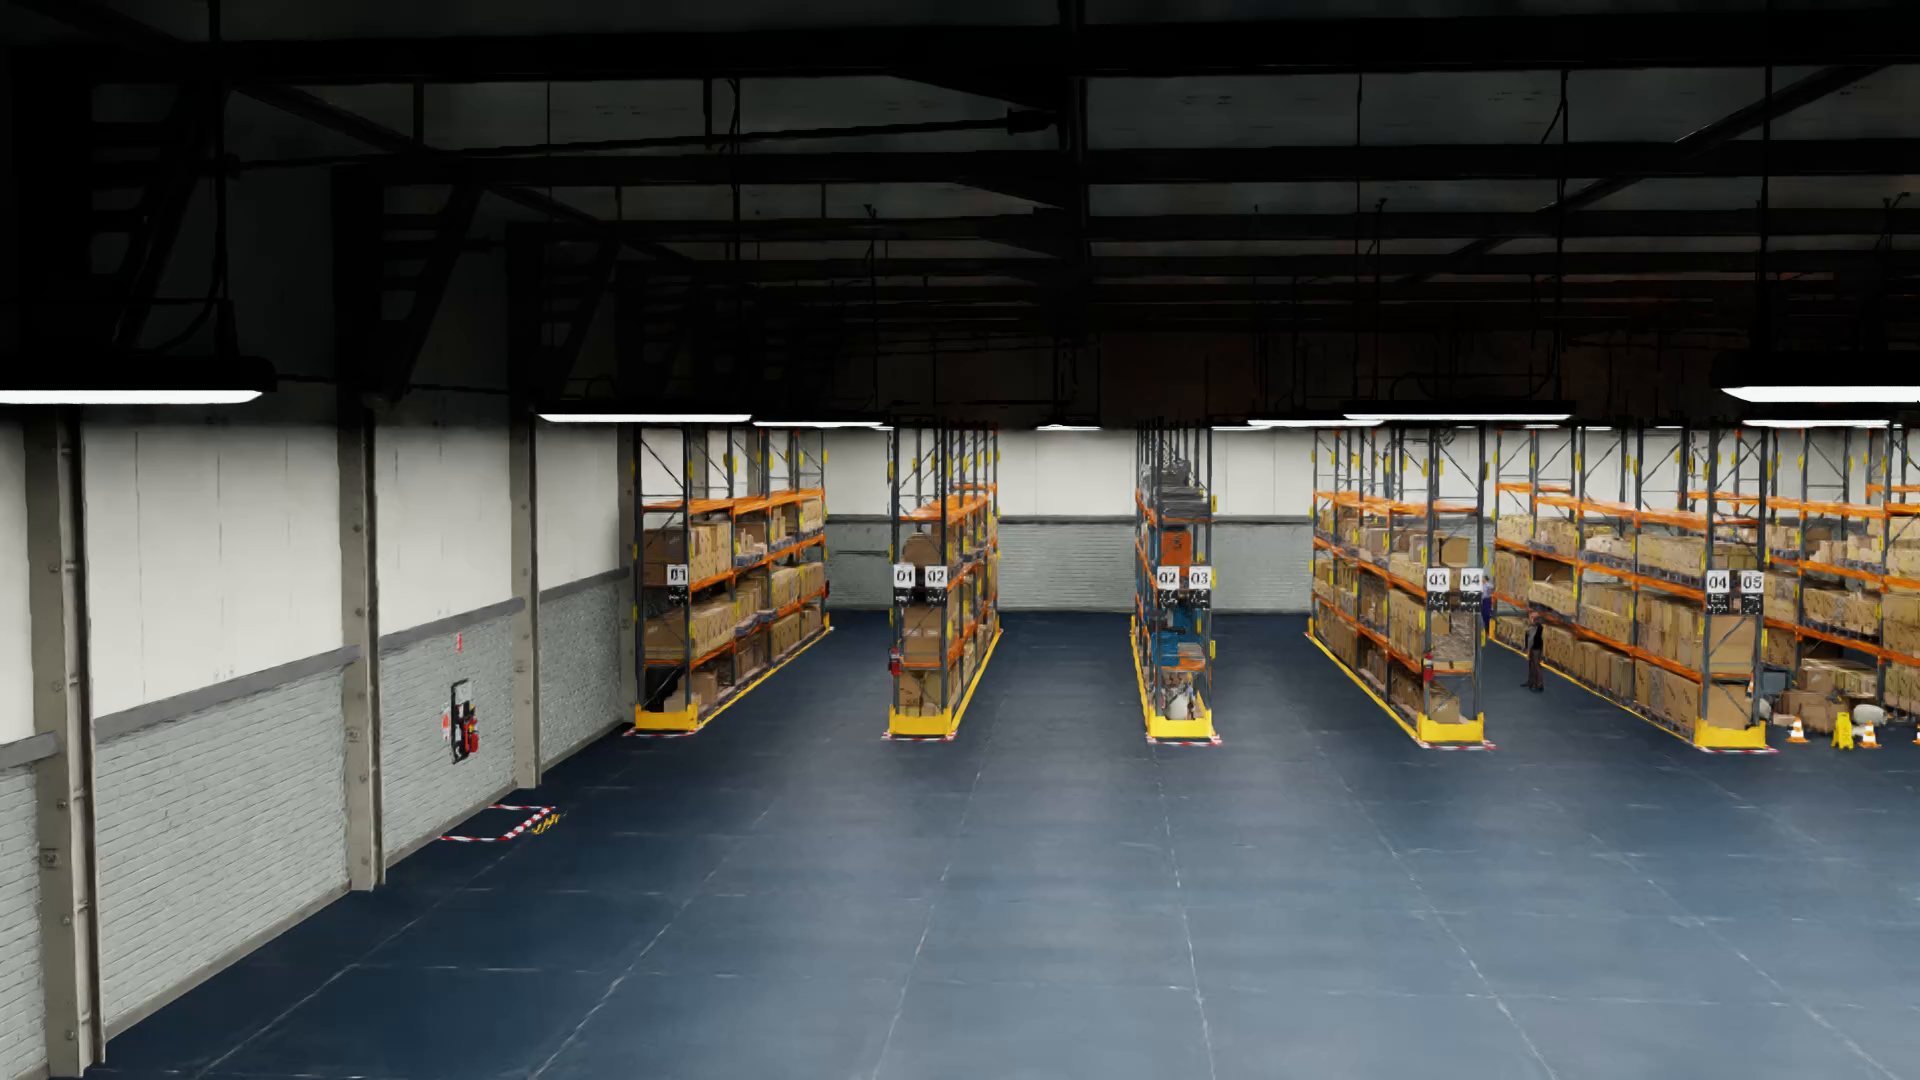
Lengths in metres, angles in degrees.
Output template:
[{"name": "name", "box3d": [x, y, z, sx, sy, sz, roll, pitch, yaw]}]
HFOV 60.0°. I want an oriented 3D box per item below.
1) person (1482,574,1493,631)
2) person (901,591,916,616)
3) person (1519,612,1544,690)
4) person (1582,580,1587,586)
[{"name": "person", "box3d": [15.063, 1.792, 47.549, 0.390, 1.643, 0.596, -2, 4, -25]}, {"name": "person", "box3d": [-1.360, 1.880, 45.617, 0.566, 1.706, 1.122, 0, 4, 7]}, {"name": "person", "box3d": [12.694, 2.440, 36.879, 0.581, 1.718, 0.632, 2, 4, 31]}, {"name": "person", "box3d": [16.920, 1.931, 45.132, 0.455, 1.677, 0.525, 3, 4, 34]}]
